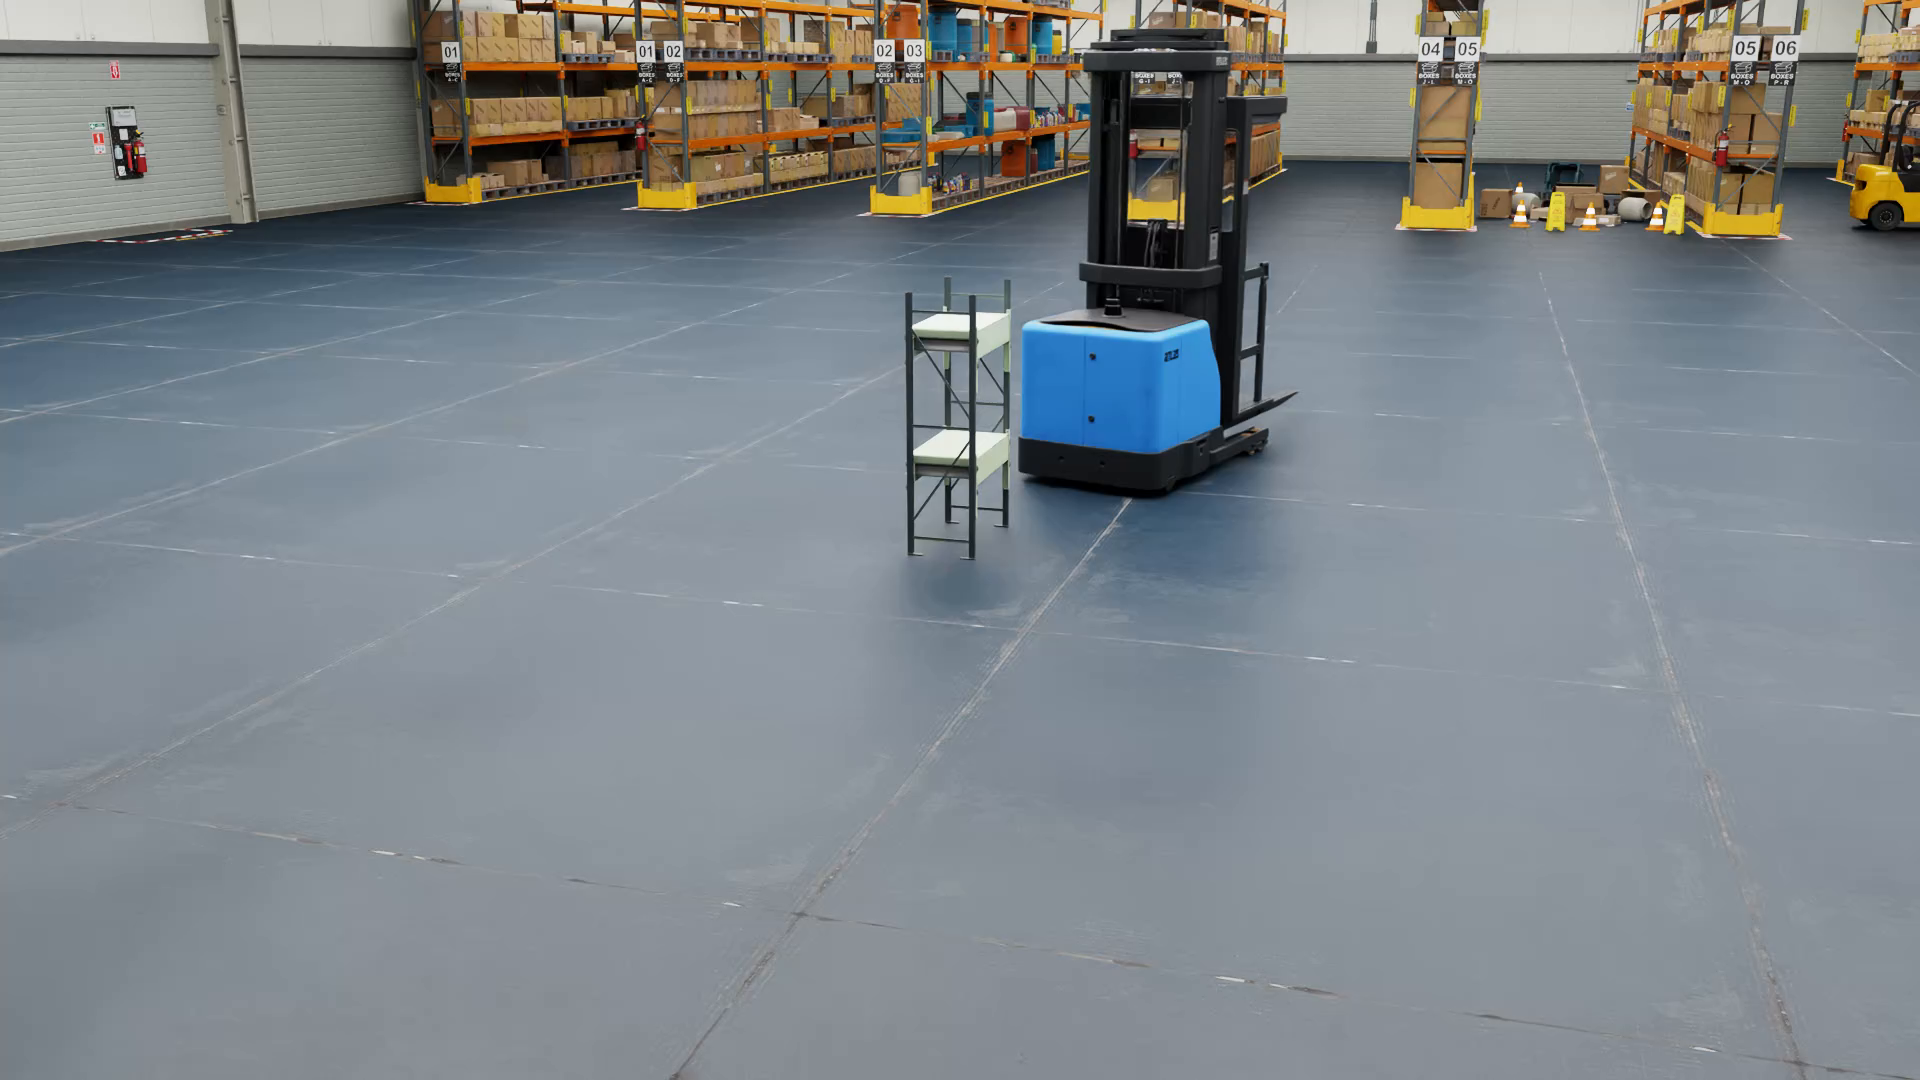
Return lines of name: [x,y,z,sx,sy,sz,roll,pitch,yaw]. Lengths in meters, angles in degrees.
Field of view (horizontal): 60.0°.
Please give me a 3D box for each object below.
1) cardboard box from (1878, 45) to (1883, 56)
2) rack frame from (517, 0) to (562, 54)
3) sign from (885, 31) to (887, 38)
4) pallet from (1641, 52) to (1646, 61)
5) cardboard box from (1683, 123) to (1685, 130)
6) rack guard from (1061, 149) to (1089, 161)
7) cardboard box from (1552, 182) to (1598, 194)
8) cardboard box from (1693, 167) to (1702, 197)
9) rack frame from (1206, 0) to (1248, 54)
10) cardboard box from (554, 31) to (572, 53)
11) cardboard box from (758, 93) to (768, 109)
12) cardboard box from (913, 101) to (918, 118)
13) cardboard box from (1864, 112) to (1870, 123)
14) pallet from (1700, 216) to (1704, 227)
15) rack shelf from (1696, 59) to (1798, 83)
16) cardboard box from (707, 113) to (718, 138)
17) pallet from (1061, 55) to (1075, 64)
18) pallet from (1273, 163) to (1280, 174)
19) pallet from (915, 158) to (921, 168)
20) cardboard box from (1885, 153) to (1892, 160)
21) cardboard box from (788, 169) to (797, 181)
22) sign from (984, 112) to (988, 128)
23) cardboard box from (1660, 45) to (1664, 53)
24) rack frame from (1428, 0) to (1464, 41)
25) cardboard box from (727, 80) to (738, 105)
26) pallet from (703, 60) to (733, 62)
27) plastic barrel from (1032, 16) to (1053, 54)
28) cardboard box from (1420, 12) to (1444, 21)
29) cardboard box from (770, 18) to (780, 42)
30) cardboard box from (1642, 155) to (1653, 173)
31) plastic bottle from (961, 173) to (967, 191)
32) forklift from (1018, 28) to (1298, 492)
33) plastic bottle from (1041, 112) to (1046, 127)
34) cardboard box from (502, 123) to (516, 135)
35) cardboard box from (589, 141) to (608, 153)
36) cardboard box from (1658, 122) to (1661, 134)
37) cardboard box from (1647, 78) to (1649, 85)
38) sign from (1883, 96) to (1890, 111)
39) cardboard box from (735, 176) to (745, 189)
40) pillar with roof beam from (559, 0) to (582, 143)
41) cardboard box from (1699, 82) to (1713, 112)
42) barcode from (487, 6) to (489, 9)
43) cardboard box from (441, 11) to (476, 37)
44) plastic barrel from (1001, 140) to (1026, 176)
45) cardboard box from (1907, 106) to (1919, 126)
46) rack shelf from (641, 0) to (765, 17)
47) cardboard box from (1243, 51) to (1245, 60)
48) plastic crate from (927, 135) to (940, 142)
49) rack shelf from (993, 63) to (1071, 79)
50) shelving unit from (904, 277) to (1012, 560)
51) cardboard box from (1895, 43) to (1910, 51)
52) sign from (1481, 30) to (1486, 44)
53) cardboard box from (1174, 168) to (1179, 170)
cardboard box: [21.499,-11.275,38.315,0.500,0.250,0.500,5,17,17]
rack frame: [-9.475,-12.443,37.207,1.000,3.000,0.127,5,16,16]
sign: [-1.918,-13.106,43.372,0.100,0.325,0.005,5,16,16]
pallet: [17.483,-11.981,41.238,1.003,0.211,1.213,5,16,16]
cardboard box: [14.355,-8.078,32.502,0.380,0.149,0.250,5,17,16]
rack guard: [3.428,-10.733,46.752,1.175,0.500,0.348,5,16,16]
cardboard box: [11.467,-6.355,31.063,0.797,0.637,0.503,5,16,16]
cardboard box: [13.558,-6.466,30.024,0.500,0.500,0.500,6,17,19]
rack frame: [5.909,-12.337,36.834,1.000,3.000,0.127,5,16,16]
cardboard box: [-9.243,-11.387,38.028,0.500,0.500,0.500,7,17,24]
cardboard box: [-6.200,-12.706,48.580,0.980,0.700,0.700,5,17,18]
cardboard box: [-1.471,-11.957,46.304,0.500,0.500,0.500,5,17,16]
cardboard box: [21.648,-9.964,39.192,0.500,0.250,0.500,4,16,14]
pallet: [13.424,-5.478,28.754,1.003,0.211,1.213,5,16,16]
rack shelf: [13.706,-8.210,29.098,1.077,0.370,4.000,5,16,16]
cardboard box: [-5.425,-8.564,34.341,0.700,0.500,0.500,5,17,16]
pallet: [2.168,-12.021,41.563,1.213,0.211,1.003,5,16,16]
pallet: [8.031,-9.987,44.653,1.003,0.211,1.213,5,16,16]
pallet: [-1.561,-10.743,47.318,1.003,0.211,1.213,5,16,16]
cardboard box: [20.950,-8.583,37.216,0.380,0.149,0.250,5,17,19]
cardboard box: [-4.081,-8.408,38.247,0.500,0.250,0.500,4,16,14]
sign: [0.548,-8.876,35.119,0.100,0.325,0.005,5,16,16]
cardboard box: [15.852,-10.958,37.126,0.380,0.166,0.250,3,16,12]
rack frame: [9.499,-10.879,31.695,1.000,3.000,0.127,5,16,16]
cardboard box: [-5.130,-9.466,35.145,0.700,0.500,0.500,5,16,16]
pallet: [-6.959,-13.263,45.759,1.003,0.211,1.213,5,16,16]
plastic barrel: [1.959,-12.309,40.545,0.600,0.901,0.708,5,16,16]
cardboard box: [8.133,-9.017,28.673,0.380,0.149,0.250,5,17,16]
cardboard box: [-4.372,-11.416,37.216,0.500,0.500,0.500,6,17,21]
cardboard box: [17.083,-9.088,40.301,0.875,0.438,0.875,4,16,14]
plastic bottle: [0.063,-7.485,34.769,0.144,0.351,0.185,4,16,13]
forklift: [1.596,-2.075,11.775,1.130,2.935,3.031,10,18,30]
plastic bottle: [2.037,-10.304,40.749,0.144,0.351,0.185,5,16,16]
cardboard box: [-9.884,-8.820,35.668,0.500,0.250,0.500,4,16,15]
cardboard box: [-8.856,-9.501,40.231,0.500,0.250,0.500,5,16,16]
cardboard box: [15.594,-9.028,36.436,0.500,0.250,0.500,4,16,15]
cardboard box: [16.809,-11.070,40.158,0.380,0.149,0.250,5,16,16]
sign: [20.785,-9.801,37.302,0.100,0.325,0.005,5,16,16]
cardboard box: [-4.926,-7.652,35.581,0.500,0.250,0.500,5,16,16]
pillar with roof beam: [-5.409,-12.882,38.757,9.100,9.000,0.400,5,16,16]
cardboard box: [13.270,-7.685,28.867,0.700,0.500,0.500,4,16,15]
barcode: [-10.282,-11.583,36.192,0.001,0.075,0.075,5,16,16]
cardboard box: [-10.269,-10.574,34.063,0.500,0.500,0.500,3,16,12]
plastic barrel: [1.283,-9.122,39.701,0.600,0.830,0.708,5,16,16]
cardboard box: [20.457,-8.992,35.074,0.797,0.503,0.637,4,16,15]
rack shelf: [-5.293,-10.998,34.164,1.077,0.370,4.000,5,16,16]
cardboard box: [6.009,-10.678,36.758,0.500,0.250,0.500,5,16,16]
plastic crate: [-0.550,-7.824,32.401,0.298,0.136,0.250,5,16,16]
rack shelf: [1.729,-11.455,40.540,1.077,0.370,4.000,5,16,16]
shelving unit: [-0.002,-0.720,9.619,0.431,1.500,0.755,5,16,16]
cardboard box: [20.734,-10.805,36.437,0.380,0.149,0.250,5,17,16]
sign: [10.032,-9.681,31.873,0.100,0.325,0.005,5,16,16]
cardboard box: [4.621,-7.302,33.889,0.500,0.500,0.500,4,16,14]
